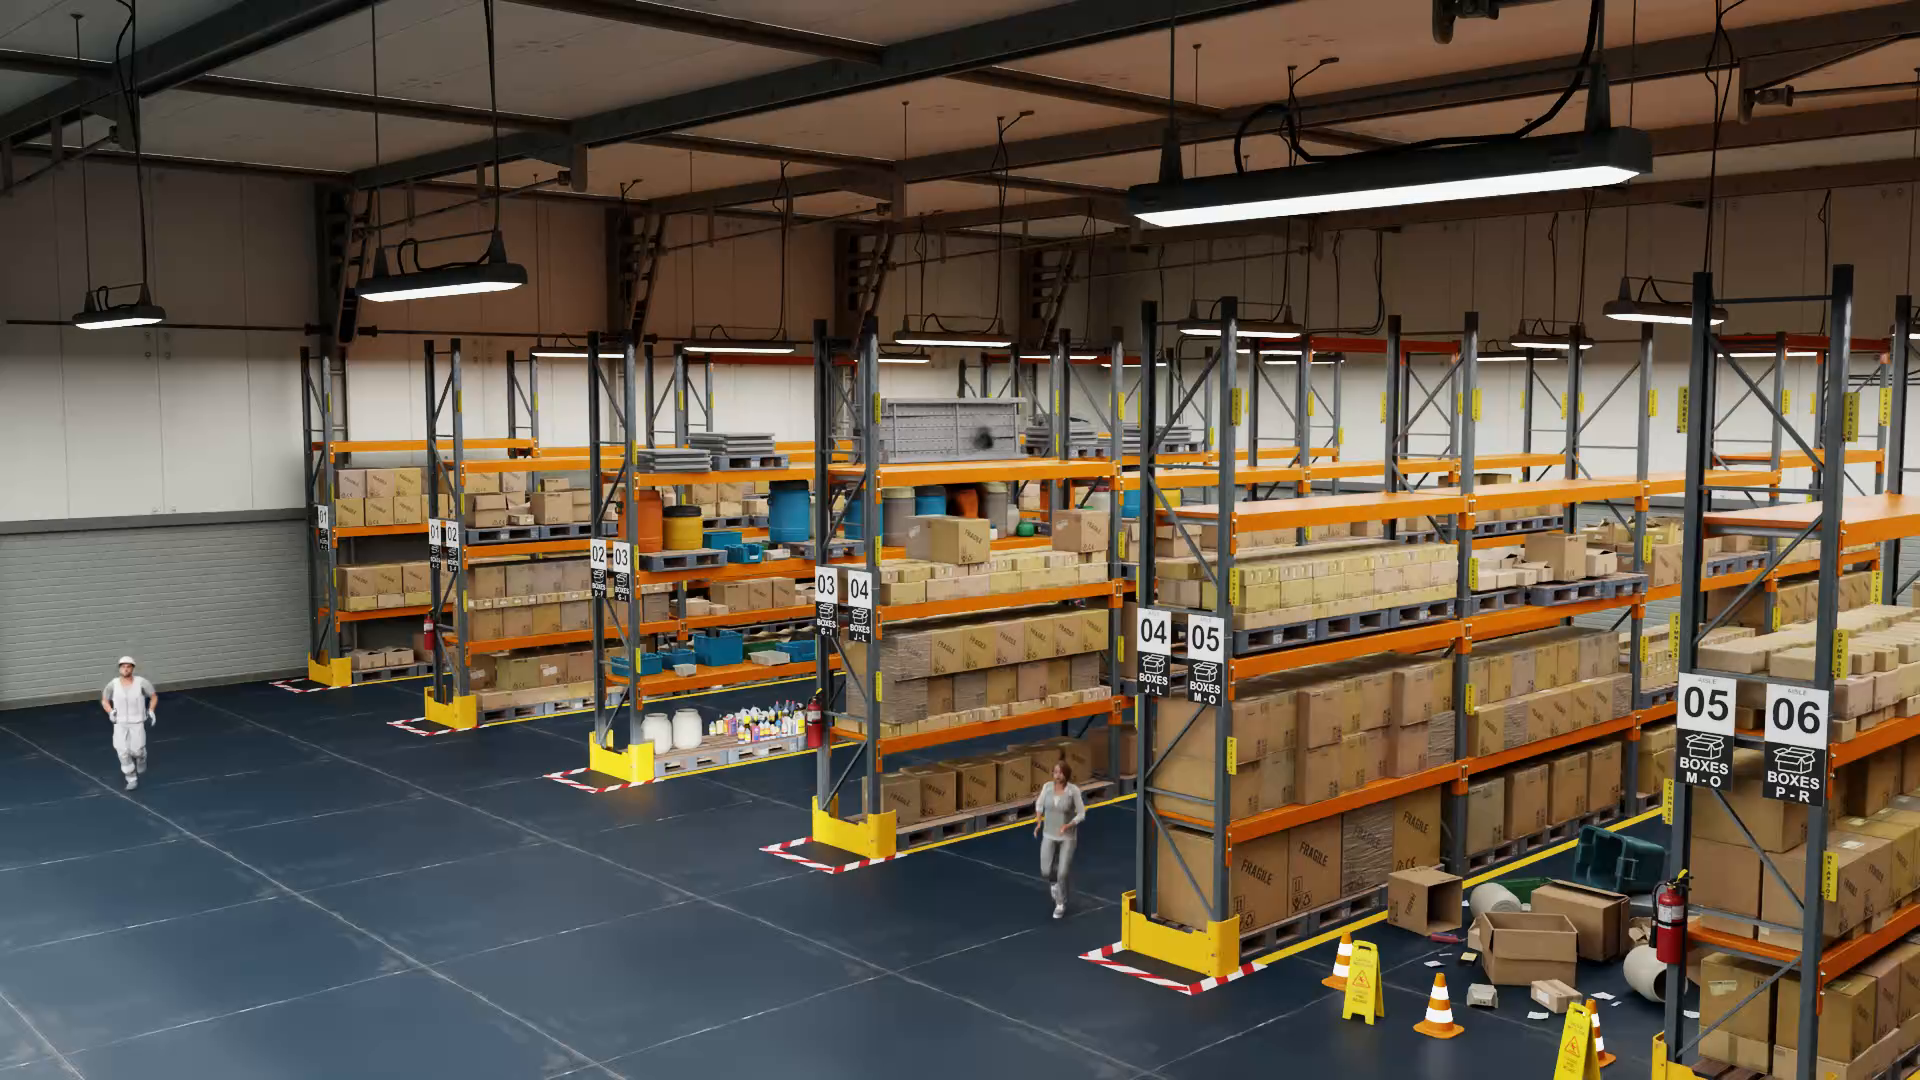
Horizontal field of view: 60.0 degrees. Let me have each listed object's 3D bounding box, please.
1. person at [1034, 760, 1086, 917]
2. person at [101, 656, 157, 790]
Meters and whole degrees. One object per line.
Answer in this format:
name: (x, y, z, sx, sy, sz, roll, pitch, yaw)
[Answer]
person: (0.971, 2.954, 16.444, 0.539, 1.566, 0.537, 2, 5, 17)
person: (-10.882, 2.387, 21.786, 0.657, 1.741, 0.600, -2, 5, -19)
